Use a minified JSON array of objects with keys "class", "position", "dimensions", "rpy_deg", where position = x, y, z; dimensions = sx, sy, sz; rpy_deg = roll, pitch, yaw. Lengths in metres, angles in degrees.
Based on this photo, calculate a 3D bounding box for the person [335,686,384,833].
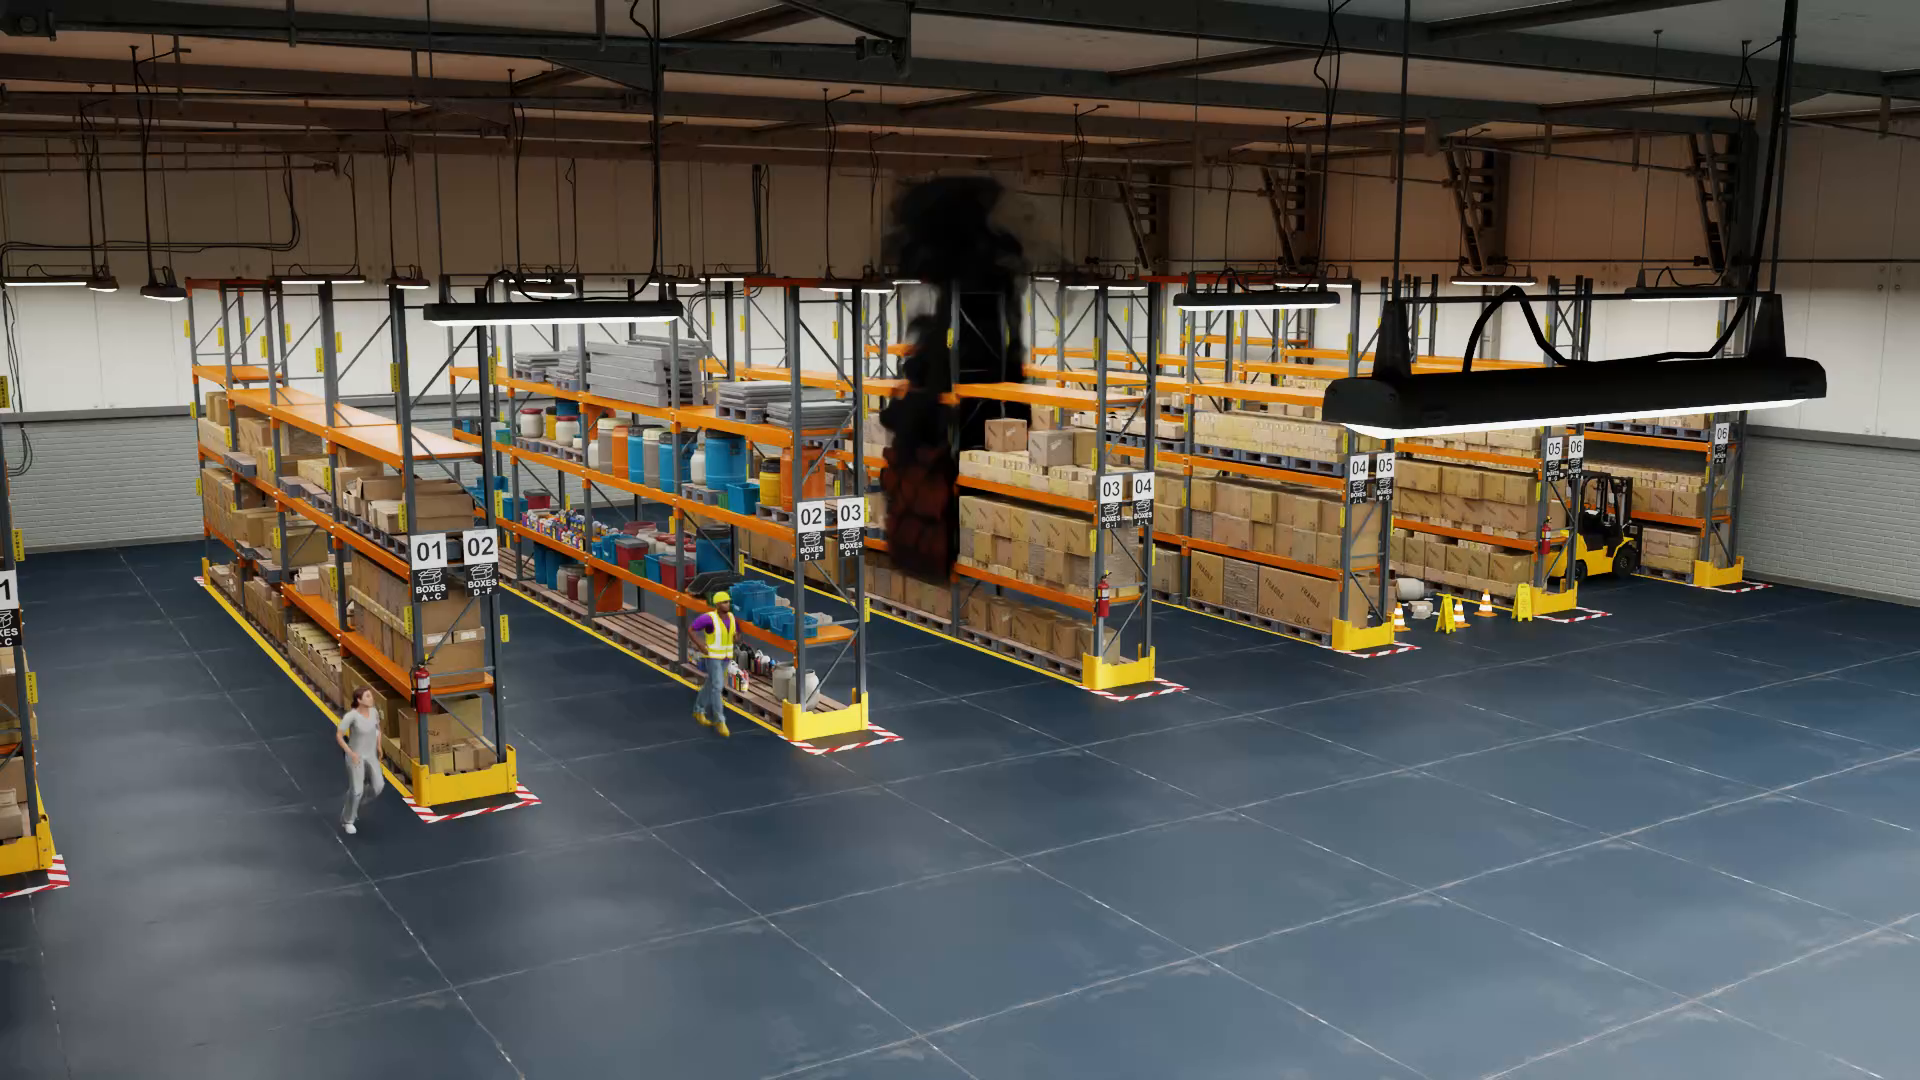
[{"class":"person","position":[-6.698,2.443,18.703],"dimensions":[0.527,1.617,0.616],"rpy_deg":[7,12,36]}]

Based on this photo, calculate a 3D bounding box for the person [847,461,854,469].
[{"class":"person","position":[-2.629,-1.481,41.866],"dimensions":[0.698,1.785,0.808],"rpy_deg":[-6,11,-33]}]

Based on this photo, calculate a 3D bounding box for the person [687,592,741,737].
[{"class":"person","position":[-3.148,1.573,21.746],"dimensions":[0.733,1.834,0.699],"rpy_deg":[6,11,33]}]
